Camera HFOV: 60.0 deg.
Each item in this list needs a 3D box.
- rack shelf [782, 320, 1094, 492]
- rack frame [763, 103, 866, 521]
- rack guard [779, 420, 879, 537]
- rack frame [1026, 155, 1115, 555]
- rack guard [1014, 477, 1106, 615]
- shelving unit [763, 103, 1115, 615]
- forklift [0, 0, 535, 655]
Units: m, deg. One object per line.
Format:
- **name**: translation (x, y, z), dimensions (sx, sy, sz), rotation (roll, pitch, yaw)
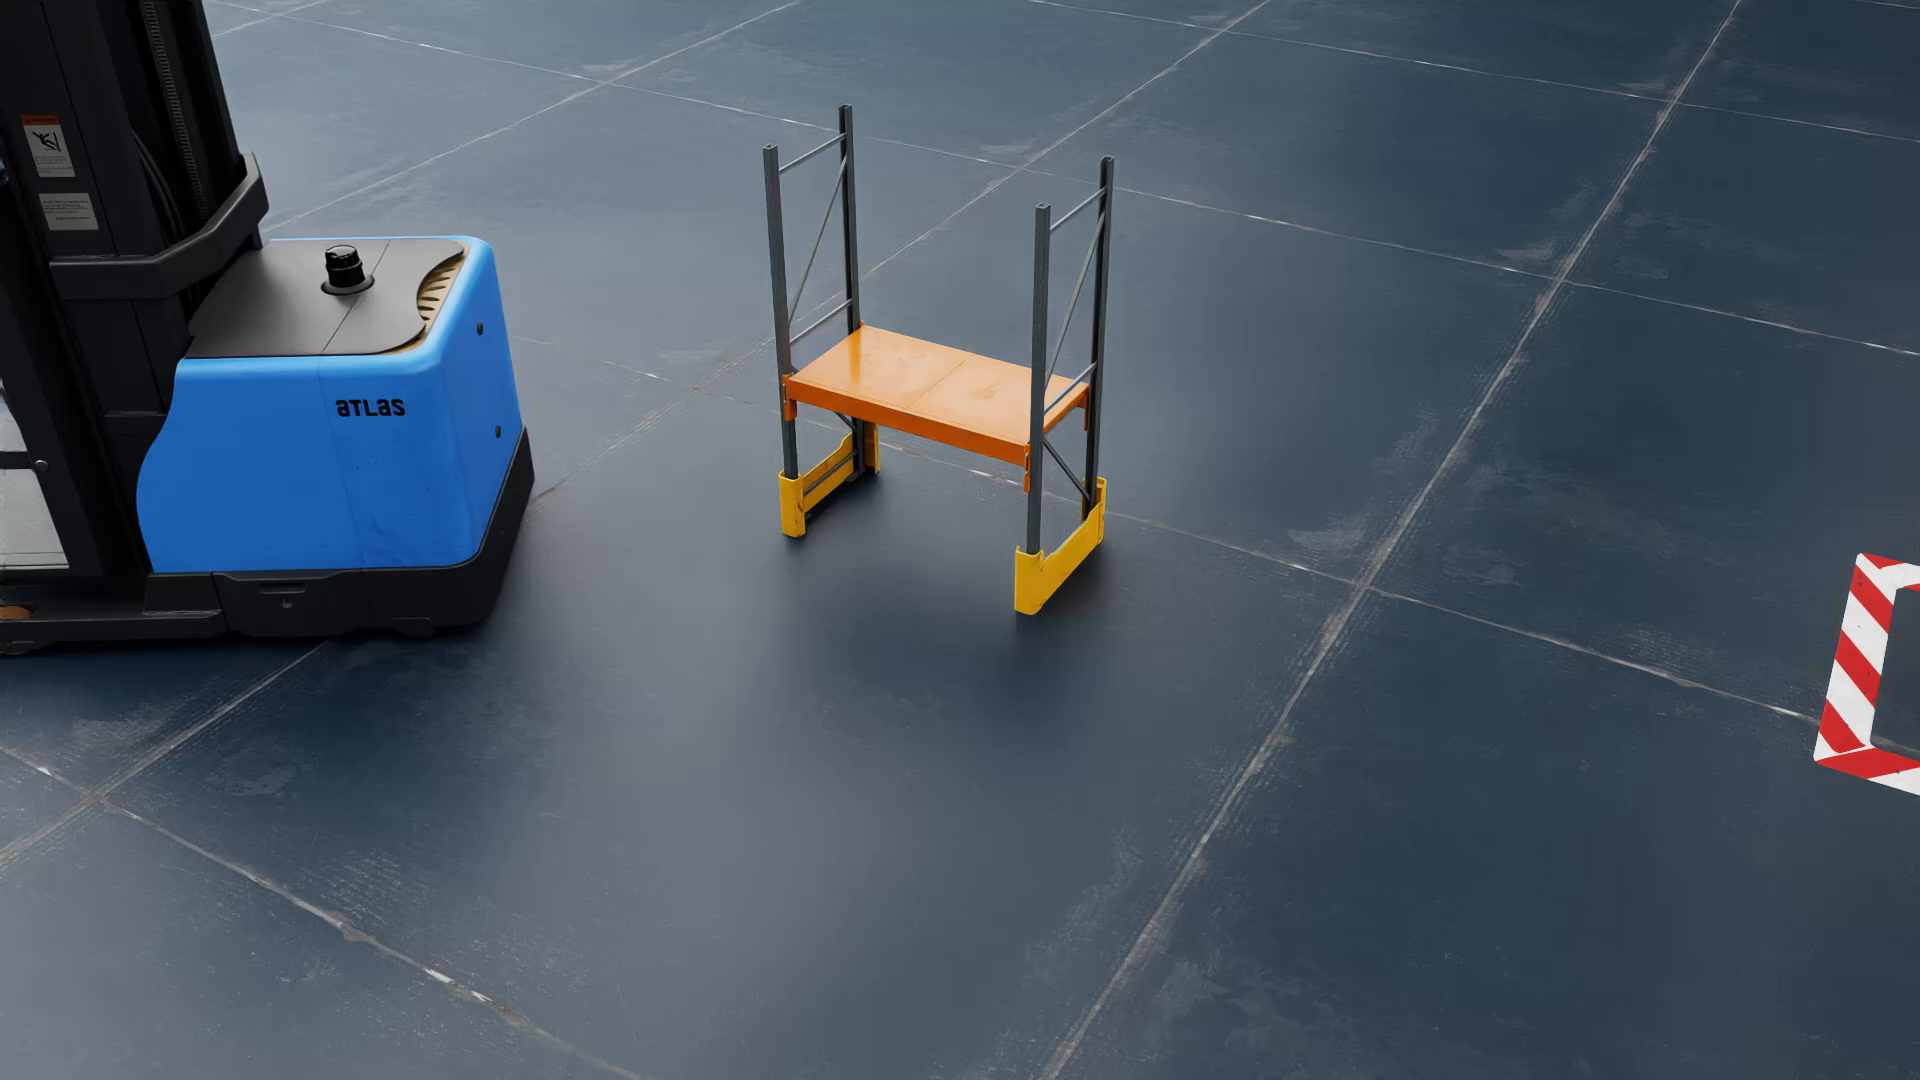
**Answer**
- **rack shelf**: translation (-0.074, -0.498, 5.969), dimensions (1.000, 0.185, 0.538), rotation (18, 37, 24)
- **rack frame**: translation (-0.515, -0.788, 6.079), dimensions (0.032, 1.500, 0.500), rotation (18, 37, 24)
- **rack guard**: translation (-0.499, -0.262, 6.418), dimensions (0.087, 0.250, 0.587), rotation (18, 37, 24)
- **rack frame**: translation (0.367, -0.508, 5.660), dimensions (0.032, 1.500, 0.500), rotation (18, 37, 24)
- **rack guard**: translation (0.366, 0.012, 6.007), dimensions (0.087, 0.250, 0.587), rotation (18, 37, 24)
- **shelving unit**: translation (-0.066, -0.645, 5.866), dimensions (1.083, 1.500, 0.587), rotation (18, 37, 24)
- **forklift**: translation (-3.151, -1.124, 5.294), dimensions (3.031, 2.935, 1.130), rotation (-1, 34, -2)
